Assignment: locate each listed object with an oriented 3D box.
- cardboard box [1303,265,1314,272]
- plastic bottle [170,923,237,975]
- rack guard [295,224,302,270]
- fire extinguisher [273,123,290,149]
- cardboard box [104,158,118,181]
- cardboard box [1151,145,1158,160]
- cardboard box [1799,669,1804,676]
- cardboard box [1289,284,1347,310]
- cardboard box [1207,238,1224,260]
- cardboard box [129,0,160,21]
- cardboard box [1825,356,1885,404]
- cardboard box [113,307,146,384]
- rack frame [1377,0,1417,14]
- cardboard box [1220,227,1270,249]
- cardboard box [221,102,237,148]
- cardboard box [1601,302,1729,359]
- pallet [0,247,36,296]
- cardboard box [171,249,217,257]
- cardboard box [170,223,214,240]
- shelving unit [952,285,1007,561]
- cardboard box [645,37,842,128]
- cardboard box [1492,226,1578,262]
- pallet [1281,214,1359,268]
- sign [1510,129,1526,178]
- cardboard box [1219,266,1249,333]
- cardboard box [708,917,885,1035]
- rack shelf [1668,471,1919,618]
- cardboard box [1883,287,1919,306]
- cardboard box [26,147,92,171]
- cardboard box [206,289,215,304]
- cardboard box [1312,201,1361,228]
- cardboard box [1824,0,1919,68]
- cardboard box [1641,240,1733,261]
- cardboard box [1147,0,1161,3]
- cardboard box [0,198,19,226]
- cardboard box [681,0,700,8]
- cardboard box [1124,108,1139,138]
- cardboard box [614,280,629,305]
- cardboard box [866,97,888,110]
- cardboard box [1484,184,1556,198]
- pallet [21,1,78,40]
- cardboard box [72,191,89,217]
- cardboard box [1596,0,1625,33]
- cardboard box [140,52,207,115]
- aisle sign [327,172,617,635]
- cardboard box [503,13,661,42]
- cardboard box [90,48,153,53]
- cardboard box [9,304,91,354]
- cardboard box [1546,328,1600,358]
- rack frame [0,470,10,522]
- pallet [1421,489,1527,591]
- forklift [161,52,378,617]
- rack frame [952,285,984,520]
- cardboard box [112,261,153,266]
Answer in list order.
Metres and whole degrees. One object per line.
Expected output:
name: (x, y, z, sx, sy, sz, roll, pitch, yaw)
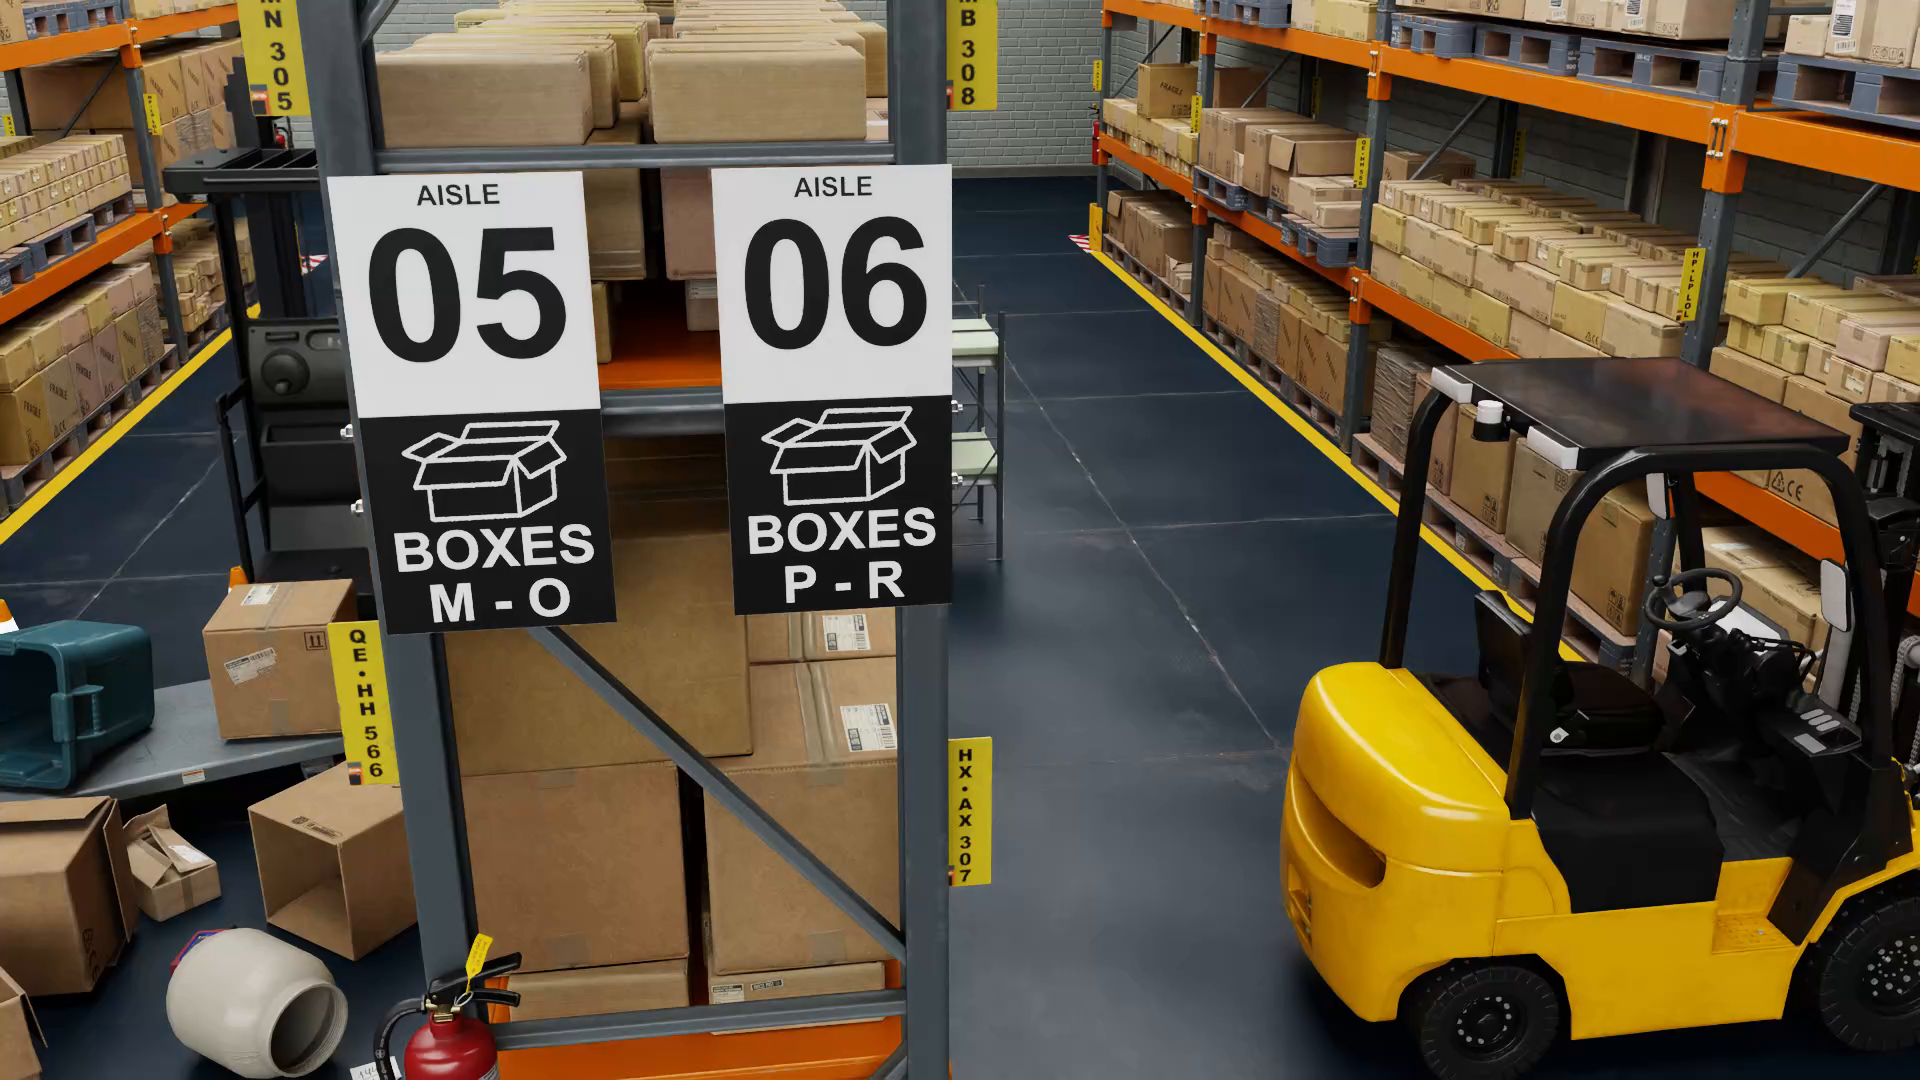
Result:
cardboard box: (3.131, -2.295, 14.119, 0.380, 0.149, 0.250, -2, 21, -6)
plastic bottle: (-2.771, 1.501, 6.109, 0.133, 0.061, 0.283, 1, 20, 2)
rack guard: (-7.704, -3.089, 17.773, 1.175, 0.500, 0.348, -3, 21, -8)
fire extinguisher: (-7.295, -4.186, 17.781, 0.296, 0.674, 0.183, -3, 21, -8)
cardboard box: (-6.846, -2.901, 13.031, 0.380, 0.149, 0.250, -3, 21, -7)
cardboard box: (2.156, -3.953, 16.873, 0.380, 0.149, 0.250, -3, 21, -8)
cardboard box: (3.649, 0.546, 7.082, 0.500, 0.250, 0.500, -3, 21, -8)
cardboard box: (2.818, -1.907, 13.081, 0.380, 0.149, 0.250, -3, 21, -9)
cardboard box: (2.445, -2.630, 15.016, 0.380, 0.149, 0.250, -2, 21, -5)
cardboard box: (-6.944, -4.410, 13.665, 0.500, 0.250, 0.500, -2, 21, -5)
cardboard box: (3.662, -0.628, 6.540, 0.380, 0.149, 0.250, -2, 21, -7)
cardboard box: (-6.709, -1.506, 12.935, 0.500, 0.500, 0.500, -3, 21, -9)
rack frame: (3.233, -4.864, 10.377, 1.000, 3.000, 0.127, -3, 21, -8)
cardboard box: (2.530, -2.682, 14.730, 0.380, 0.149, 0.250, -4, 21, -10)
cardboard box: (-7.244, -3.977, 16.008, 0.500, 0.500, 0.500, -3, 21, -8)
cardboard box: (3.486, -0.989, 8.078, 0.500, 0.250, 0.500, -3, 21, -9)
pallet: (-6.770, -1.668, 10.670, 1.213, 0.211, 1.003, -3, 21, -8)
cardboard box: (-7.186, -2.626, 15.585, 0.380, 0.149, 0.250, -4, 21, -10)
cardboard box: (-7.817, -3.139, 16.957, 0.380, 0.149, 0.250, -3, 21, -7)
shelving unit: (0.001, -0.700, 9.948, 0.431, 1.500, 0.755, -3, 21, -8)
cardboard box: (-0.426, -0.913, 3.305, 0.380, 0.149, 0.250, -3, 21, -8)
cardboard box: (3.213, -1.655, 9.290, 0.380, 0.149, 0.250, -3, 21, -9)
pallet: (3.066, -2.194, 12.079, 1.213, 0.211, 1.003, -3, 21, -8)
sign: (3.782, -2.625, 11.302, 0.100, 0.325, 0.005, -3, 21, -8)
cardboard box: (2.590, -2.101, 14.527, 0.500, 0.500, 0.500, -3, 21, -8)
cardboard box: (-0.369, 0.958, 3.723, 0.380, 0.149, 0.250, -3, 21, -8)
rack shelf: (4.098, 0.361, 5.990, 1.077, 0.370, 4.000, -3, 21, -8)
cardboard box: (4.150, -0.974, 7.042, 0.380, 0.149, 0.250, -3, 21, -9)
cardboard box: (-6.774, -2.857, 12.487, 0.380, 0.149, 0.250, -3, 21, -8)
cardboard box: (-7.158, -2.258, 15.448, 0.380, 0.149, 0.250, -4, 21, -10)
cardboard box: (2.759, -2.340, 11.954, 0.380, 0.149, 0.250, -3, 21, -7)
cardboard box: (3.689, -1.975, 6.314, 0.500, 0.311, 0.500, -2, 21, -7)
cardboard box: (3.882, -1.508, 8.898, 0.380, 0.149, 0.250, -3, 21, -8)
cardboard box: (2.062, -5.367, 16.370, 0.380, 0.149, 0.250, -2, 21, -7)
cardboard box: (-6.552, -2.186, 11.116, 0.380, 0.149, 0.250, -3, 21, -8)
cardboard box: (-0.674, -1.619, 5.196, 0.380, 0.149, 0.250, -3, 21, -9)
cardboard box: (2.028, -4.372, 17.423, 0.500, 0.250, 0.500, -3, 21, -9)
cardboard box: (-0.926, -0.607, 3.626, 0.380, 0.149, 0.250, -2, 21, -6)
cardboard box: (-0.397, -0.868, 3.756, 0.500, 0.250, 0.500, -3, 21, -9)
cardboard box: (3.629, -2.217, 10.794, 0.380, 0.149, 0.250, -2, 21, -6)
pallet: (-7.002, -3.641, 11.659, 1.213, 0.211, 1.003, -3, 21, -8)
cardboard box: (-6.731, -2.494, 12.366, 0.380, 0.149, 0.250, -4, 21, -10)
cardboard box: (3.351, -2.565, 8.125, 0.380, 0.149, 0.250, -3, 21, -8)
cardboard box: (-7.094, -4.080, 14.855, 0.500, 0.500, 0.500, -3, 21, -7)
aisle sign: (-0.803, -0.213, 2.785, 0.394, 0.787, 0.004, -3, 21, -8)
cardboard box: (-0.945, -1.241, 4.184, 0.380, 0.149, 0.250, -4, 21, -9)
cardboard box: (-7.704, -4.241, 15.286, 0.500, 0.500, 0.500, -4, 21, -9)
cardboard box: (-6.553, -1.492, 11.826, 0.500, 0.250, 0.500, -3, 21, -7)
cardboard box: (3.400, -0.933, 8.642, 0.500, 0.250, 0.500, -3, 21, -8)
rack frame: (-6.562, -1.517, 9.990, 1.000, 3.000, 0.127, -3, 21, -8)
pallet: (3.486, -0.038, 10.017, 1.003, 0.211, 1.213, -3, 21, -8)
forklift: (-3.206, -0.924, 8.500, 1.130, 2.935, 3.031, -2, 21, -6)
rack frame: (-0.052, -0.827, 10.287, 0.400, 1.500, 0.023, -3, 21, -8)
cardboard box: (-7.526, -2.418, 15.027, 0.380, 0.149, 0.250, -2, 21, -6)
